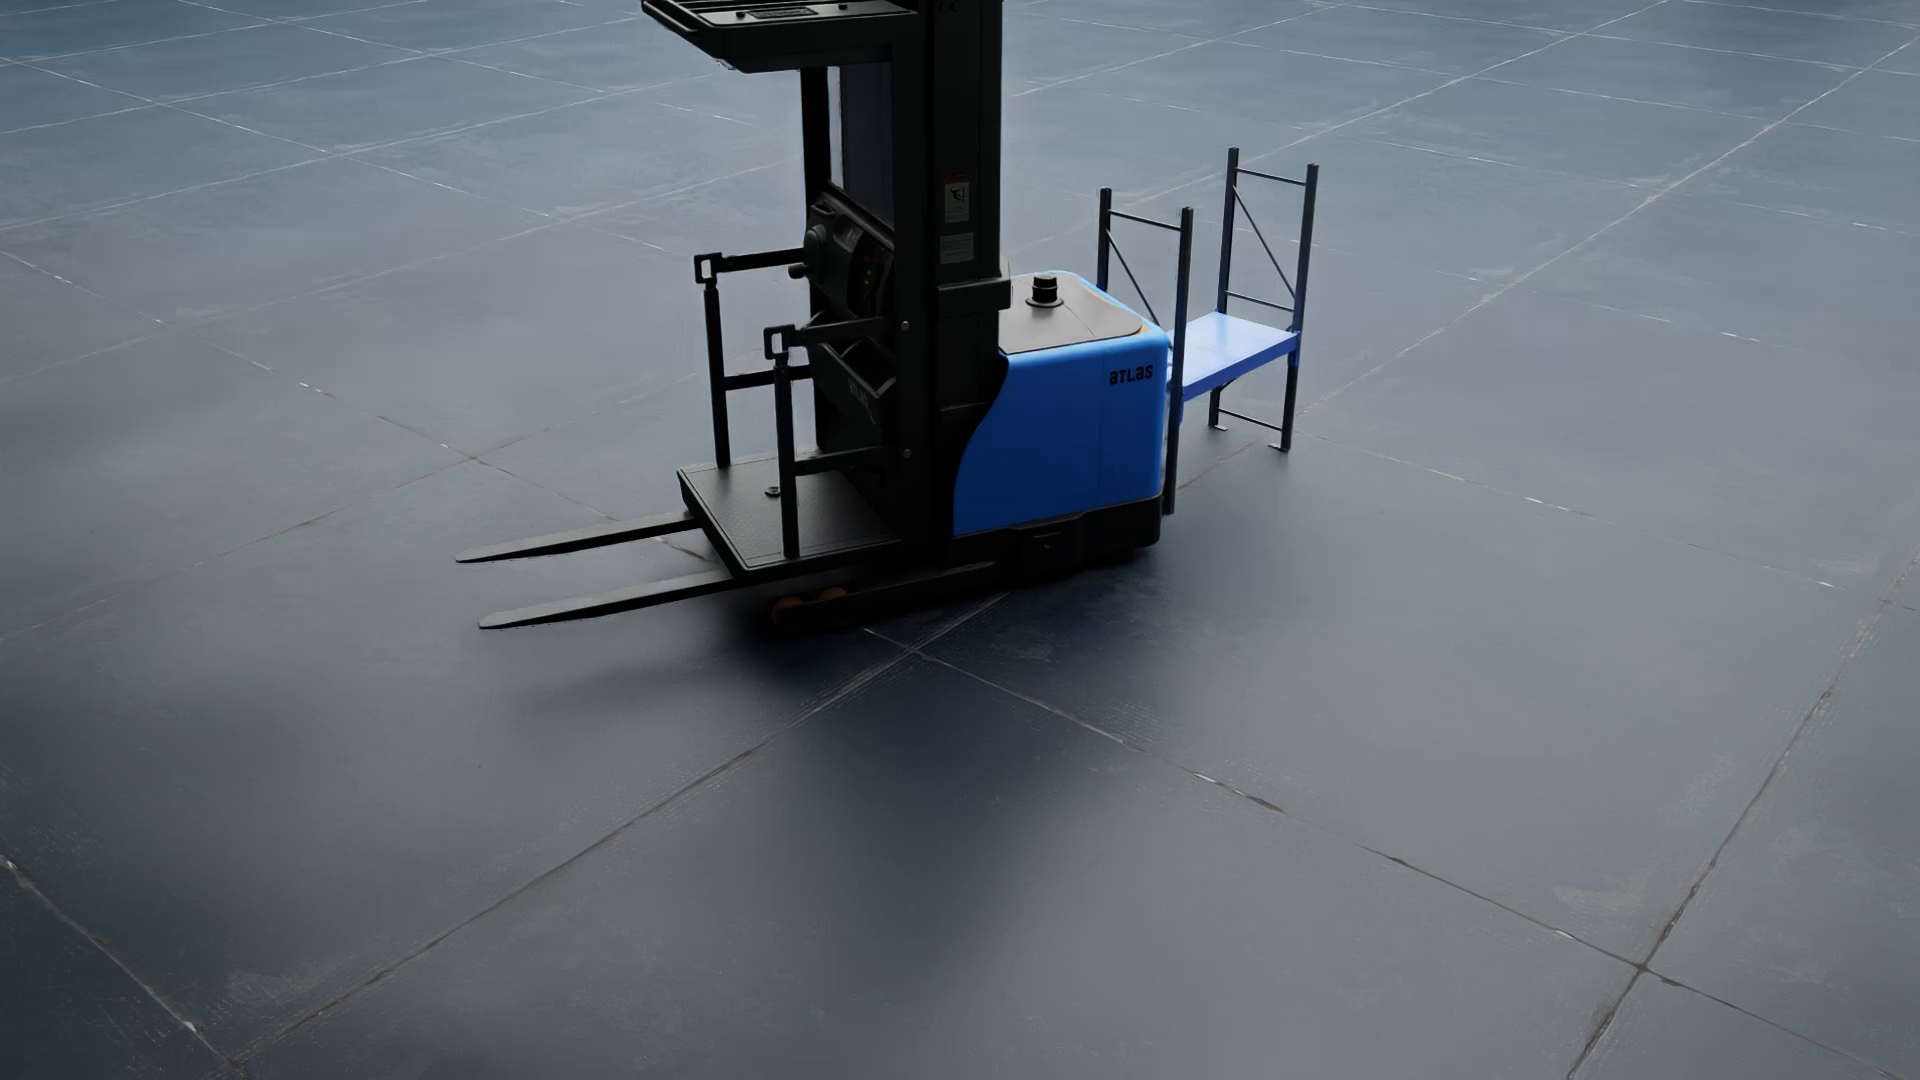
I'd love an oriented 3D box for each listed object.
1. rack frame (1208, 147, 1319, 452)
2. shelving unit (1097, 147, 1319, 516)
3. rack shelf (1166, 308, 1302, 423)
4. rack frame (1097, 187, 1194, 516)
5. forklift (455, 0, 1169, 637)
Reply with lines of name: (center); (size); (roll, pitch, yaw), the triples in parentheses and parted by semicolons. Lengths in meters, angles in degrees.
rack frame: (1.526, -1.207, 8.451); (0.500, 1.500, 0.032); (23, 35, 37)
shelving unit: (1.180, -1.036, 8.120); (0.538, 1.500, 1.048); (23, 35, 37)
rack shelf: (1.180, -0.876, 8.203); (0.538, 0.185, 1.000); (23, 35, 37)
rack frame: (0.834, -0.865, 7.790); (0.500, 1.500, 0.032); (23, 35, 37)
forklift: (-0.647, -1.173, 6.827); (3.031, 2.935, 1.130); (-11, 29, -21)
